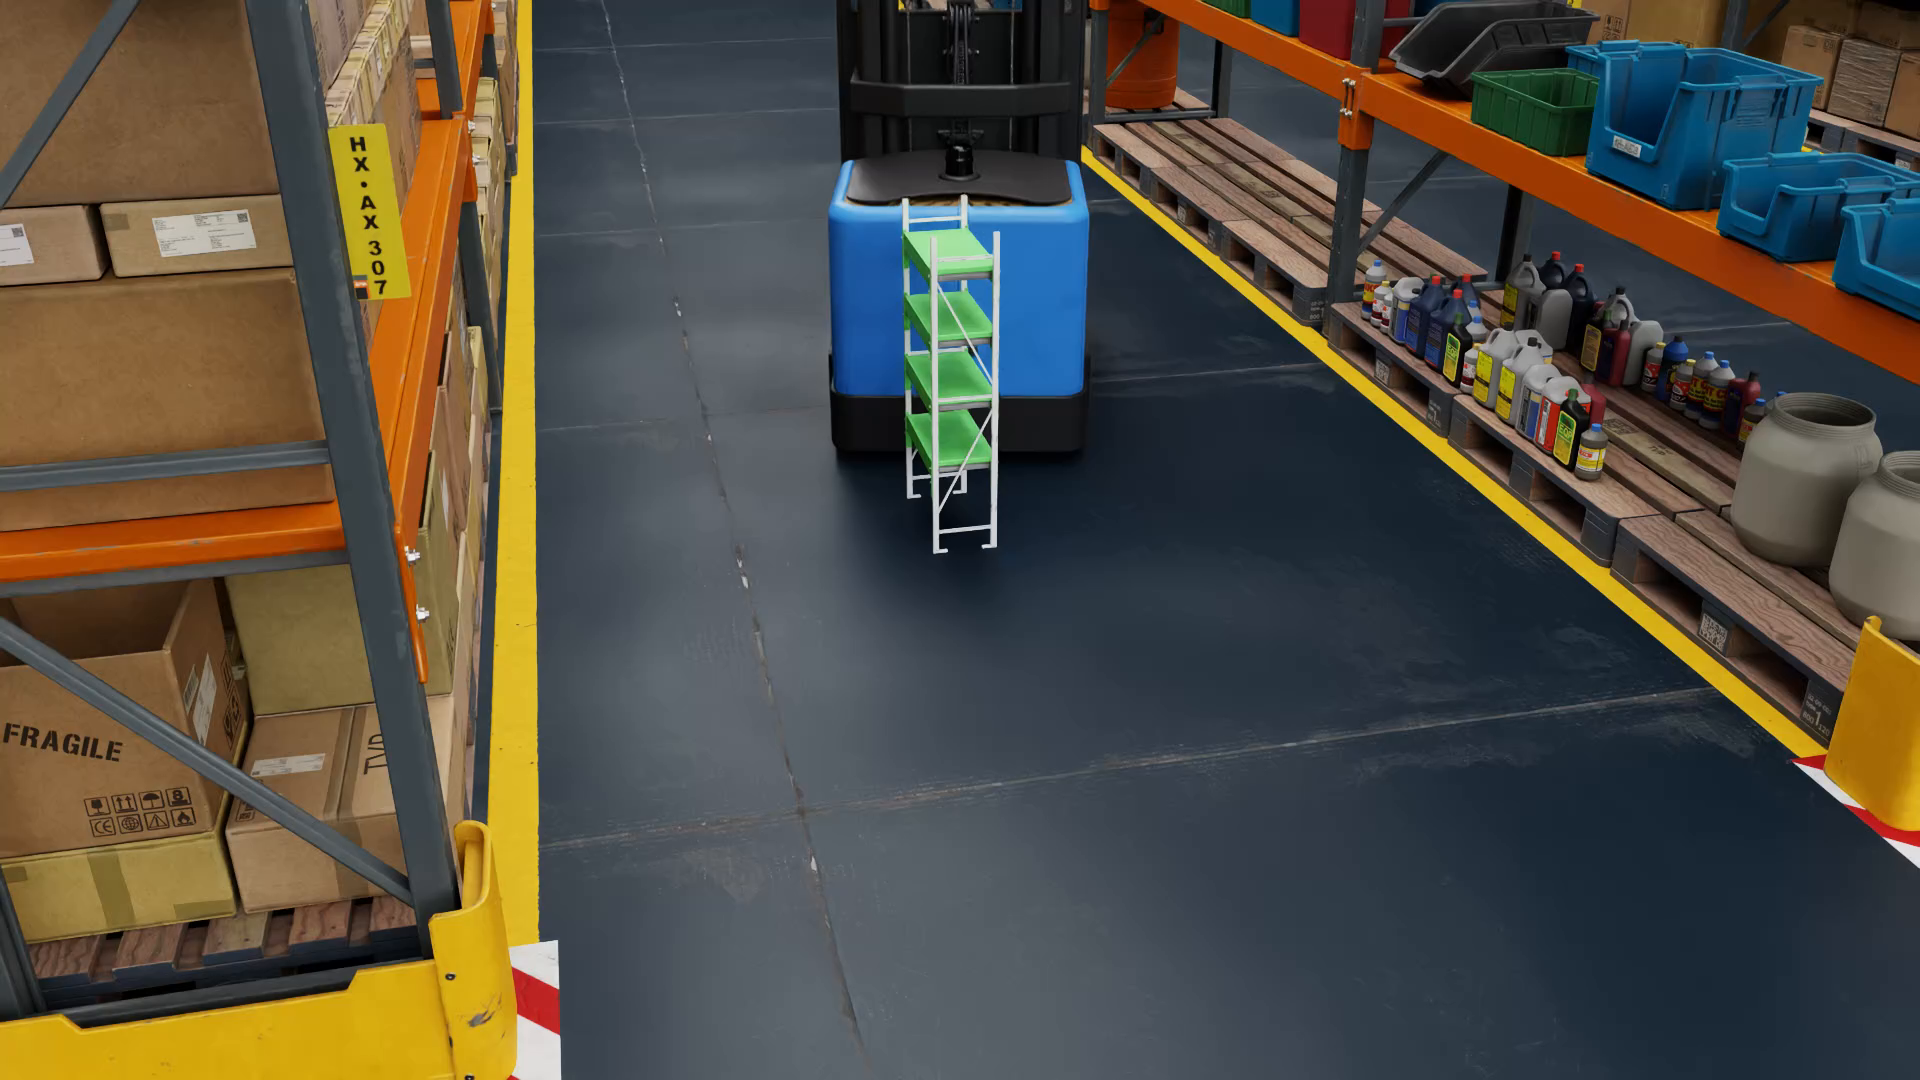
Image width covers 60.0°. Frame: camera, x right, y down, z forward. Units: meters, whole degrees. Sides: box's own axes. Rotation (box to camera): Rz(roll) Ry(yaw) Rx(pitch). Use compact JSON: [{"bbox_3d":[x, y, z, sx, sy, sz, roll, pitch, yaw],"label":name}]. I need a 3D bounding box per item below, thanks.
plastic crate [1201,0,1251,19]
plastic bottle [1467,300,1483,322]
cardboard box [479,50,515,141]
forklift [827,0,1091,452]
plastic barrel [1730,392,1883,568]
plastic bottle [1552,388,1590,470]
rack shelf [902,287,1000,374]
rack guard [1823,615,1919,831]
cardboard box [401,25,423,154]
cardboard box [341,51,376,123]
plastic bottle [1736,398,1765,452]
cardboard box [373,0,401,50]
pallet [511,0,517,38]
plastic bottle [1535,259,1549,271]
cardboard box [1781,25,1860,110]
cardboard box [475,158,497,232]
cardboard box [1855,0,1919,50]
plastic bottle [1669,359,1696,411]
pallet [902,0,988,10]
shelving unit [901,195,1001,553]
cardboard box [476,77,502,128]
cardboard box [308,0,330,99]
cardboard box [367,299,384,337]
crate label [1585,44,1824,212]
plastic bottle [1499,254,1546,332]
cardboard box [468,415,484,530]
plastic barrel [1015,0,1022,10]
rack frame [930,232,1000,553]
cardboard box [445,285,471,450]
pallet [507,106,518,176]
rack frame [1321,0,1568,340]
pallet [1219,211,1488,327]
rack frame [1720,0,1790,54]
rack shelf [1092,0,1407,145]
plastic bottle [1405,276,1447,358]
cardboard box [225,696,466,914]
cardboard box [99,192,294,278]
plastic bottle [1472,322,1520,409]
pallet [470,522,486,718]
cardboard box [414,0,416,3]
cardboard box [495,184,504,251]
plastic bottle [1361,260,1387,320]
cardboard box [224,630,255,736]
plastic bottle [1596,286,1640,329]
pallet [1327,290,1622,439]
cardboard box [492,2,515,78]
[{"bbox_3d":[1.630,-3.024,9.147,0.450,0.188,0.662,-6,27,-12],"label":"plastic crate"},{"bbox_3d":[2.226,-0.913,7.270,0.097,0.271,0.097,0,27,0],"label":"plastic bottle"},{"bbox_3d":[-3.255,-2.947,11.045,0.500,0.500,0.500,-5,27,-9],"label":"cardboard box"},{"bbox_3d":[0.008,-2.289,7.532,1.130,2.935,3.031,0,27,1],"label":"forklift"},{"bbox_3d":[2.863,-0.205,5.621,0.421,0.512,0.421,0,27,0],"label":"plastic barrel"},{"bbox_3d":[2.314,-0.422,6.283,0.061,0.283,0.133,-5,27,-10],"label":"plastic bottle"},{"bbox_3d":[-0.037,-0.766,6.044,0.258,0.148,0.480,-6,27,-12],"label":"rack shelf"},{"bbox_3d":[3.136,0.461,4.782,1.175,0.500,0.348,-6,27,-12],"label":"rack guard"},{"bbox_3d":[-2.423,-1.732,6.241,0.700,0.500,0.500,-7,28,-13],"label":"cardboard box"},{"bbox_3d":[-1.798,-1.219,4.505,0.380,0.149,0.250,-6,27,-12],"label":"cardboard box"},{"bbox_3d":[3.071,-0.447,6.424,0.097,0.201,0.097,0,27,0],"label":"plastic bottle"},{"bbox_3d":[-2.031,-1.671,5.401,0.380,0.149,0.250,-6,27,-12],"label":"cardboard box"},{"bbox_3d":[-4.764,-4.987,15.895,1.003,0.211,1.213,-6,27,-12],"label":"pallet"},{"bbox_3d":[2.728,-1.189,7.802,0.061,0.283,0.133,-5,27,-9],"label":"plastic bottle"},{"bbox_3d":[6.392,-3.430,12.002,0.700,0.500,0.500,-7,28,-14],"label":"cardboard box"},{"bbox_3d":[-2.605,-1.746,8.343,0.500,0.311,0.500,-7,28,-13],"label":"cardboard box"},{"bbox_3d":[6.531,-3.534,11.376,0.500,0.250,0.500,-3,27,-6],"label":"cardboard box"},{"bbox_3d":[2.972,-0.639,6.805,0.097,0.201,0.097,0,27,0],"label":"plastic bottle"},{"bbox_3d":[0.013,-5.505,16.923,1.003,0.211,1.213,-6,27,-12],"label":"pallet"},{"bbox_3d":[-0.037,-0.608,6.124,0.258,1.200,0.503,-6,27,-12],"label":"shelving unit"},{"bbox_3d":[-3.073,-2.643,10.120,0.500,0.311,0.500,-5,27,-10],"label":"cardboard box"},{"bbox_3d":[-1.856,-1.209,3.765,0.700,0.500,0.500,-7,28,-13],"label":"cardboard box"},{"bbox_3d":[-1.950,-0.825,4.444,0.700,0.500,0.500,-6,27,-11],"label":"cardboard box"},{"bbox_3d":[2.521,-1.423,5.701,0.502,0.435,0.616,-6,27,-12],"label":"crate label"},{"bbox_3d":[2.583,-1.128,7.608,0.144,0.351,0.185,-6,27,-12],"label":"plastic bottle"},{"bbox_3d":[-1.982,-0.221,5.945,0.500,0.250,0.500,-6,27,-12],"label":"cardboard box"},{"bbox_3d":[0.760,-4.594,13.885,0.600,0.901,0.708,-6,27,-12],"label":"plastic barrel"},{"bbox_3d":[0.018,-0.501,5.911,0.240,1.200,0.015,-6,27,-12],"label":"rack frame"},{"bbox_3d":[-1.994,-0.555,5.774,0.500,0.500,0.500,-6,27,-12],"label":"cardboard box"},{"bbox_3d":[-3.562,-2.724,11.413,1.003,0.211,1.213,-6,27,-12],"label":"pallet"},{"bbox_3d":[2.298,-2.383,7.642,1.000,3.000,0.127,-6,27,-12],"label":"rack frame"},{"bbox_3d":[2.083,-1.479,8.945,1.003,0.211,1.213,-6,27,-12],"label":"pallet"},{"bbox_3d":[6.222,-4.642,12.117,1.000,3.000,0.127,-6,27,-12],"label":"rack frame"},{"bbox_3d":[1.847,-2.939,9.543,1.077,0.370,4.000,-6,27,-12],"label":"rack shelf"},{"bbox_3d":[2.075,-1.000,7.354,0.144,0.351,0.185,-5,27,-10],"label":"plastic bottle"},{"bbox_3d":[-1.532,0.657,4.205,0.500,0.250,0.500,-6,27,-12],"label":"cardboard box"},{"bbox_3d":[-1.506,-0.654,3.385,0.380,0.149,0.250,-6,27,-12],"label":"cardboard box"},{"bbox_3d":[2.214,-0.730,6.820,0.144,0.351,0.185,-6,27,-12],"label":"plastic bottle"},{"bbox_3d":[-2.112,0.254,5.513,1.003,0.211,1.213,-6,27,-12],"label":"pallet"},{"bbox_3d":[-2.259,-2.118,6.286,0.380,0.149,0.250,-6,27,-12],"label":"cardboard box"},{"bbox_3d":[-2.726,-1.719,8.911,0.500,0.250,0.500,-5,27,-11],"label":"cardboard box"},{"bbox_3d":[1.942,-1.177,7.792,0.097,0.271,0.097,0,27,0],"label":"plastic bottle"},{"bbox_3d":[-2.161,0.491,4.534,0.500,0.250,0.500,-6,27,-12],"label":"cardboard box"},{"bbox_3d":[2.840,-0.917,7.189,0.144,0.351,0.185,-6,27,-12],"label":"plastic bottle"},{"bbox_3d":[2.408,-0.839,7.677,1.003,0.211,1.213,-6,27,-12],"label":"pallet"},{"bbox_3d":[-3.726,-3.848,12.831,0.500,0.500,0.500,-6,27,-11],"label":"cardboard box"}]
